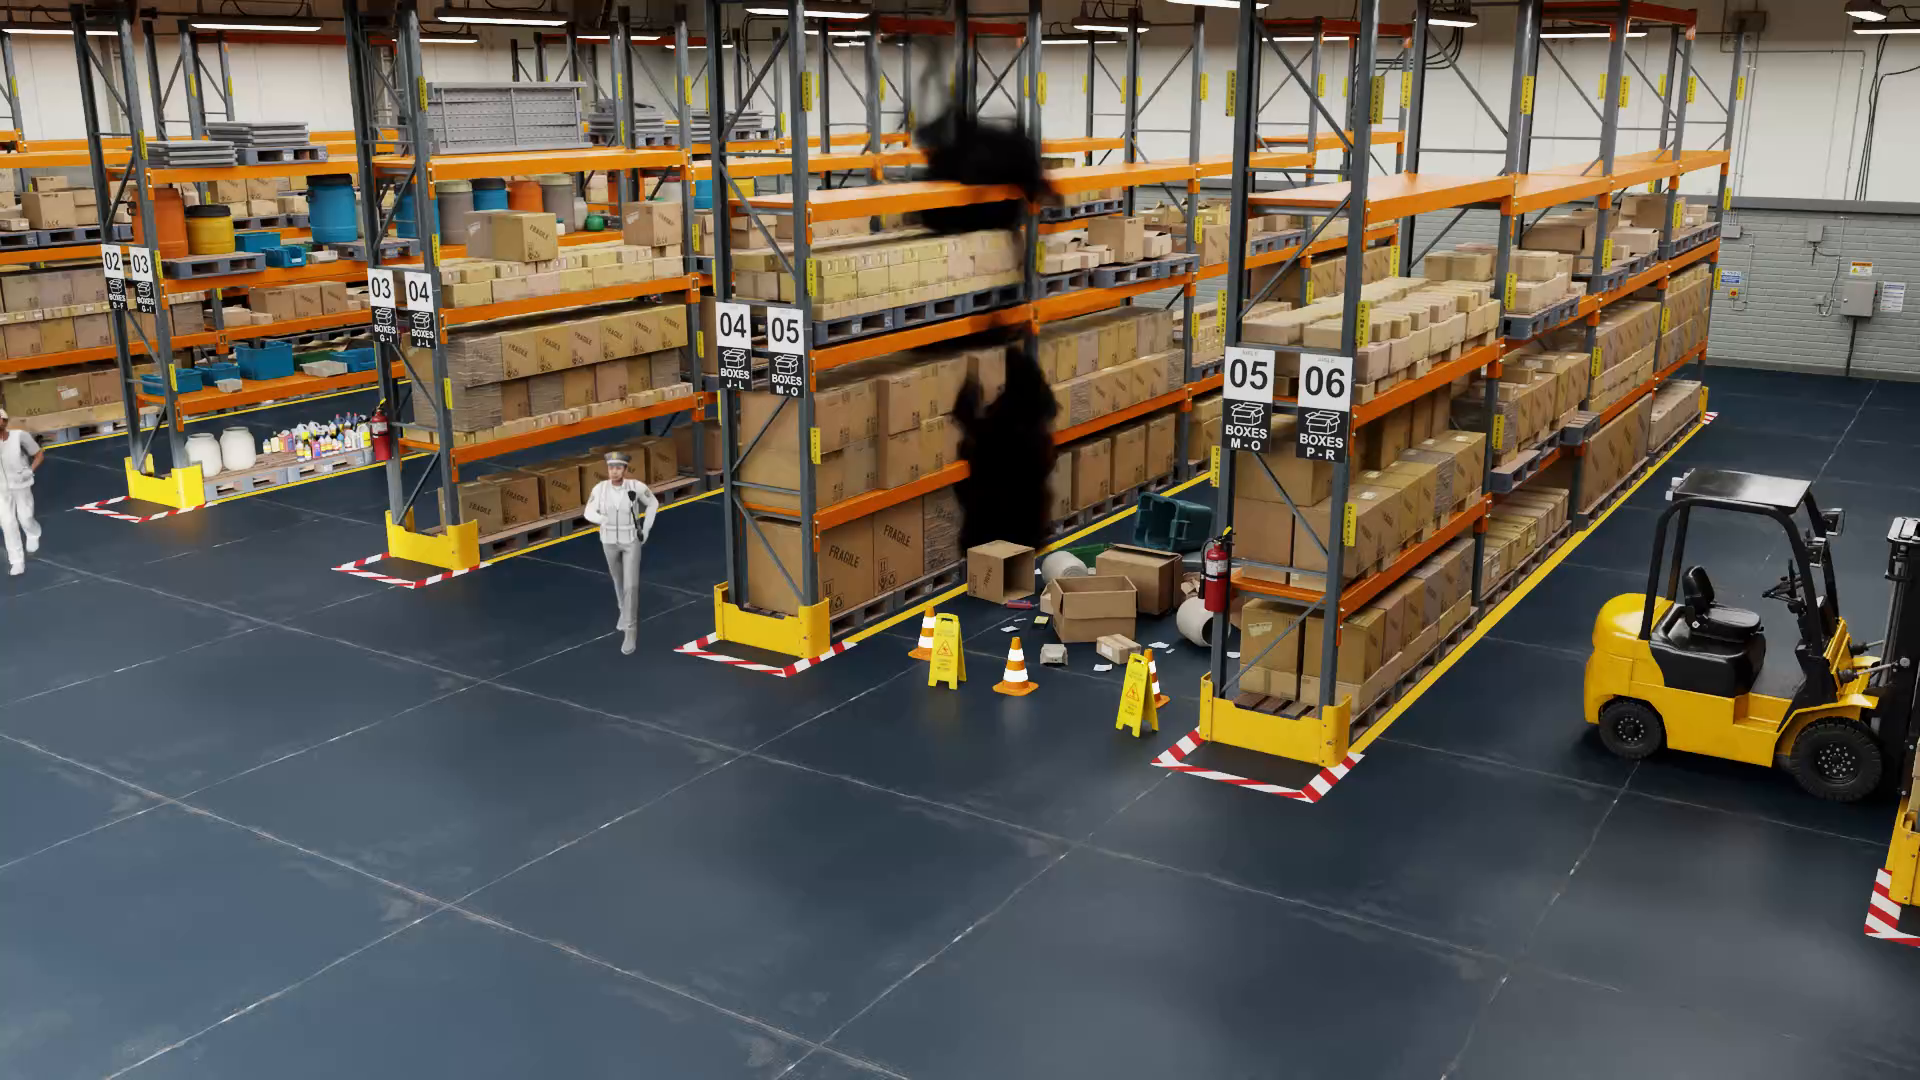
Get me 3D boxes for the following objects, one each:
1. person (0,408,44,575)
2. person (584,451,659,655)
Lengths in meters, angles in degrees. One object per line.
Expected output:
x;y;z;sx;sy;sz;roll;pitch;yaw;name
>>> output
-10.194;-0.574;17.908;0.676;1.773;0.887;-5;16;-16;person
-3.002;0.063;14.751;0.612;1.771;0.730;1;16;3;person
